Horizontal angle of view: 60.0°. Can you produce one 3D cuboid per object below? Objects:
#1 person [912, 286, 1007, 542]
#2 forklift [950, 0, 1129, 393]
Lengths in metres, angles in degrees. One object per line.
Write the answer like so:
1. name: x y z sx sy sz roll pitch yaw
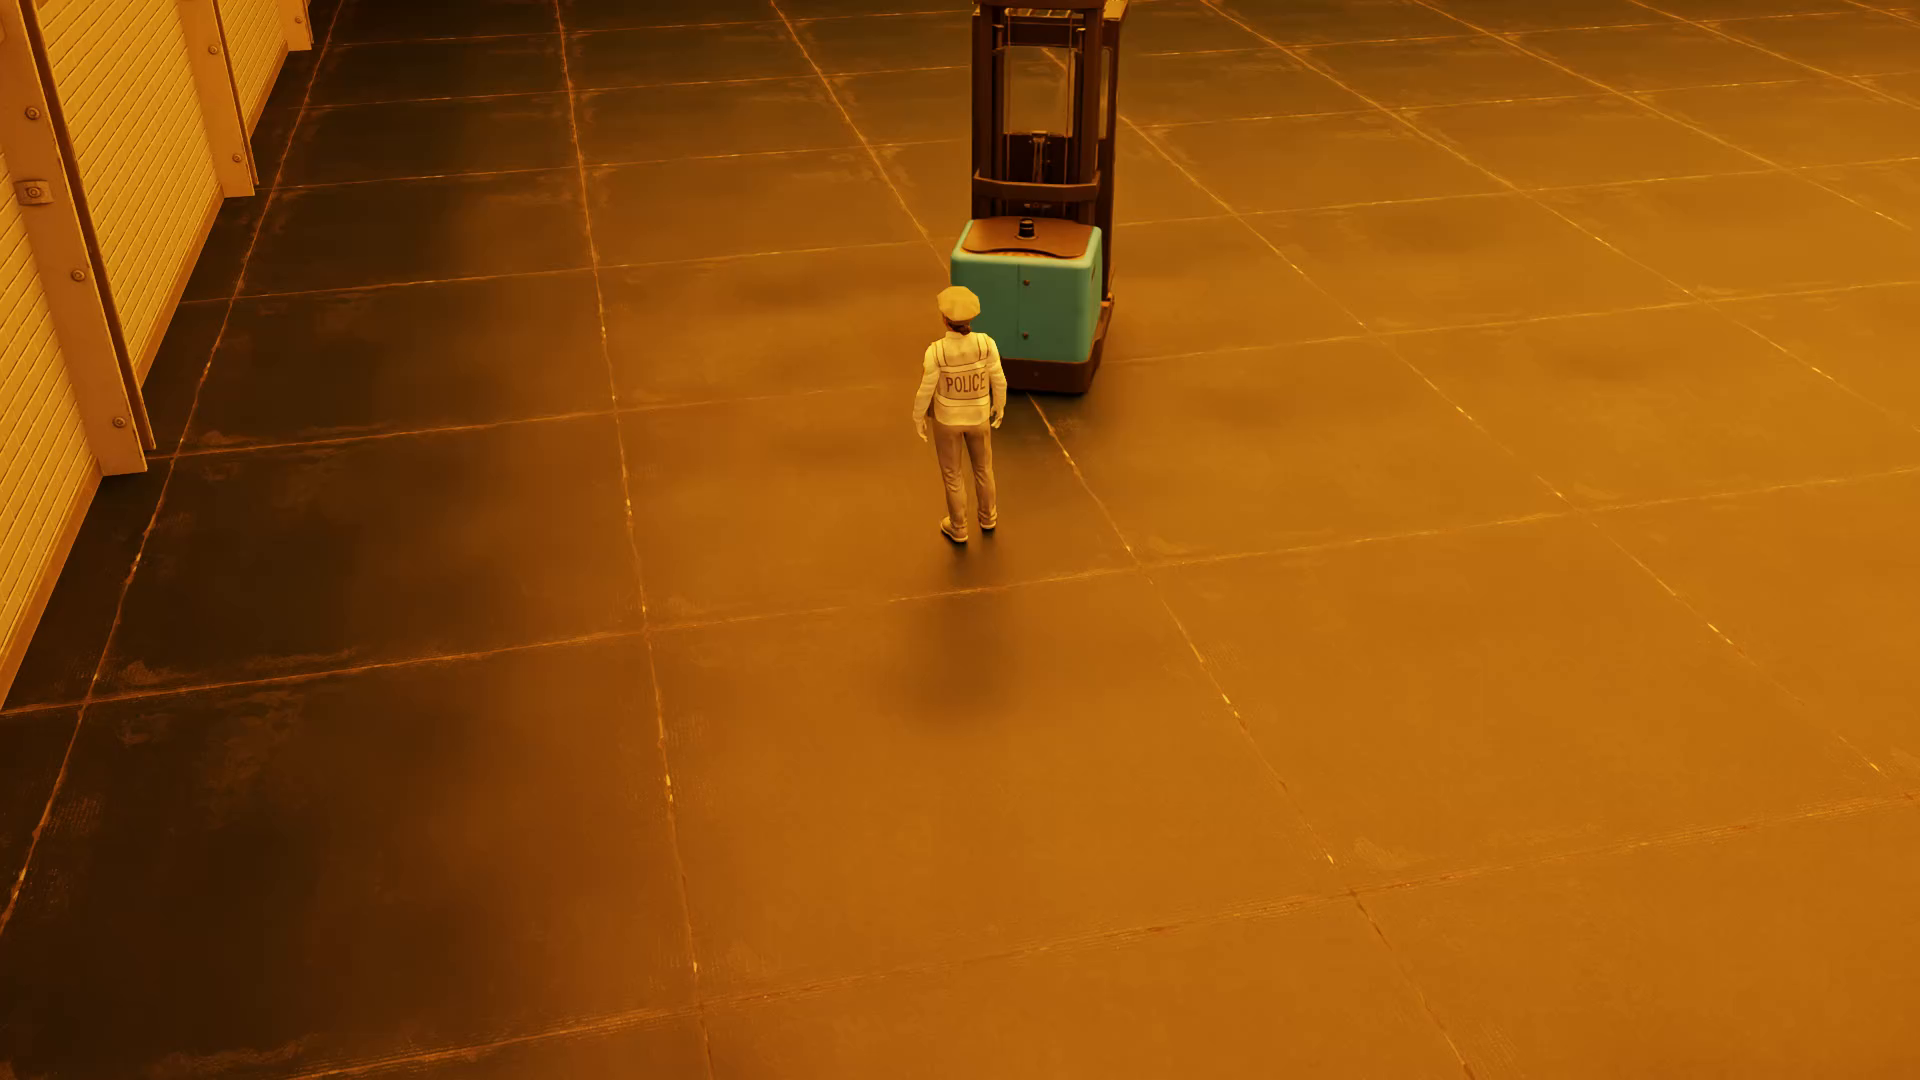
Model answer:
1. person: -0.009 -0.773 10.129 0.588 1.696 0.533 -7 31 -12
2. forklift: 0.675 -3.069 12.877 1.130 2.935 3.031 5 30 9
